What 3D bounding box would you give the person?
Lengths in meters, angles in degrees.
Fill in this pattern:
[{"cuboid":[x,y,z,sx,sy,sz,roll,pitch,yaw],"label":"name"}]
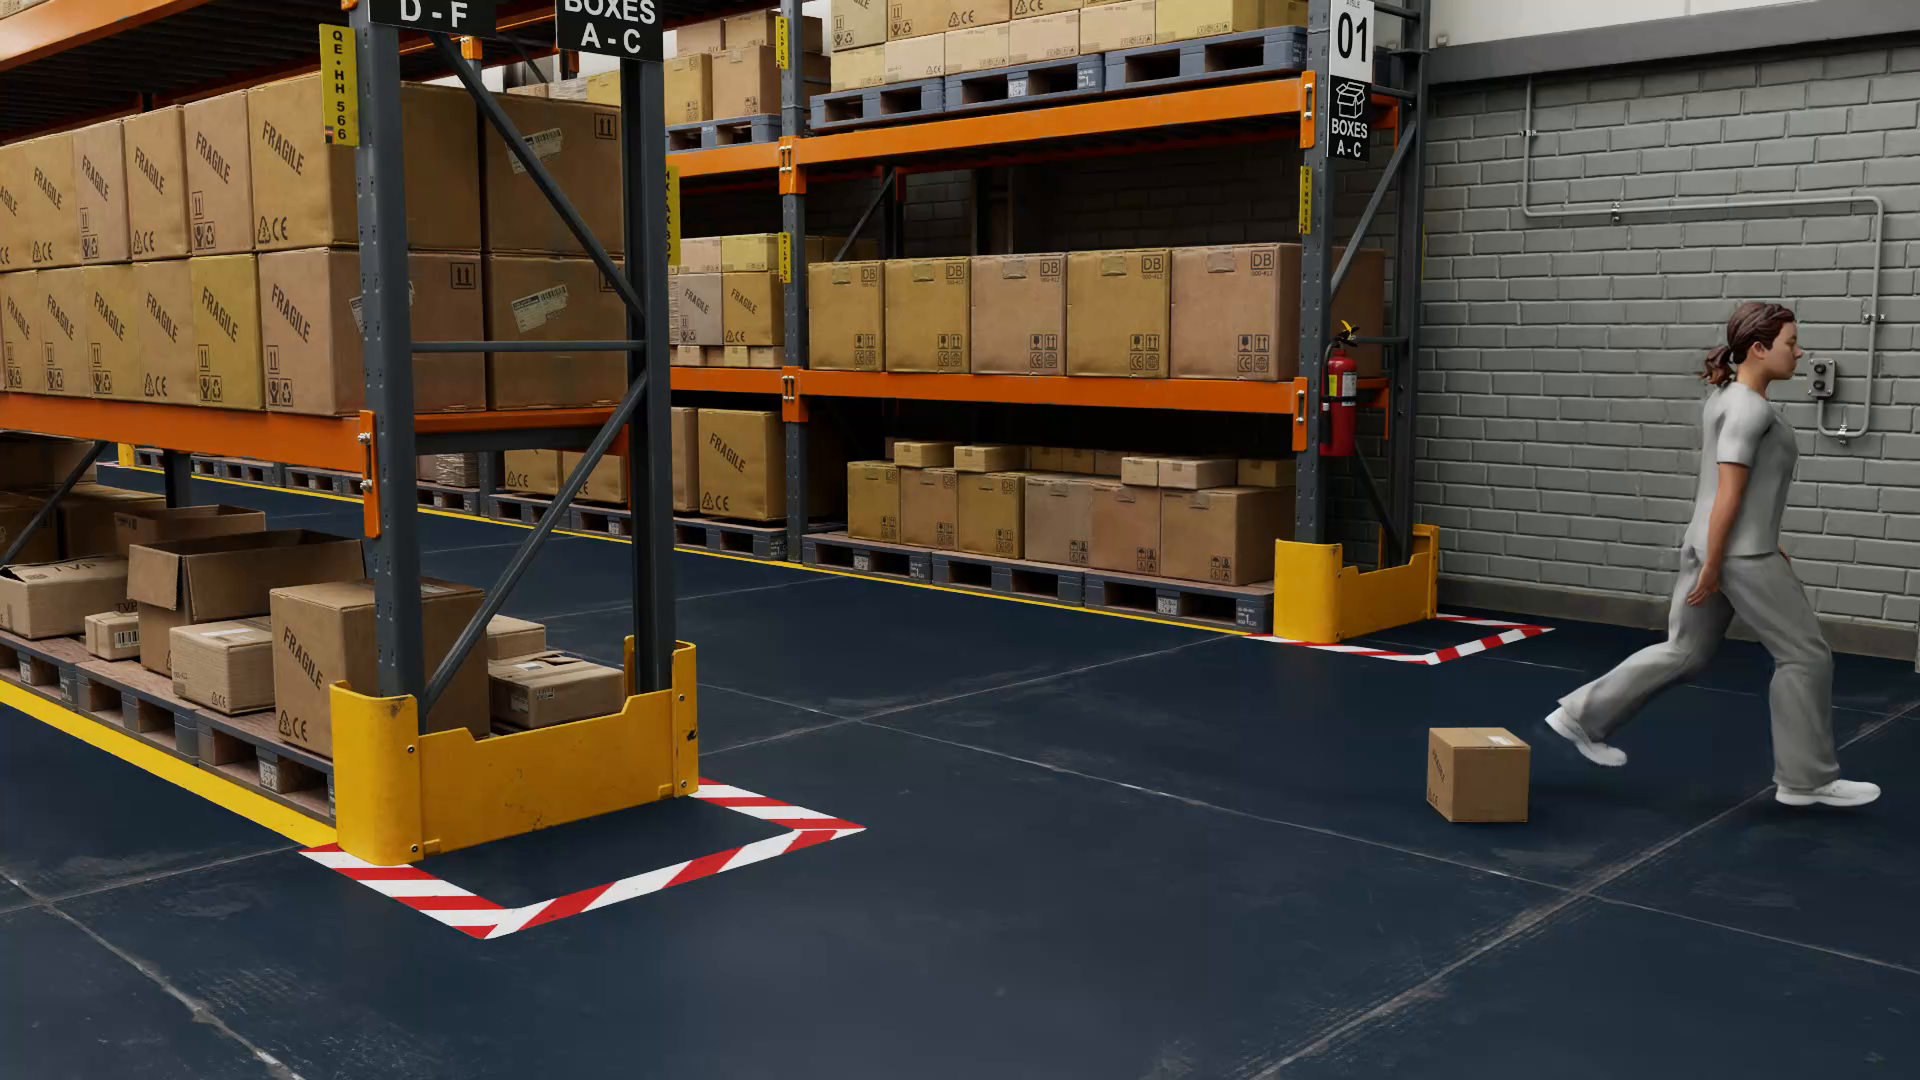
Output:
[{"cuboid":[2.479,0.041,5.427,1.018,1.623,0.450,1,7,11],"label":"person"}]
